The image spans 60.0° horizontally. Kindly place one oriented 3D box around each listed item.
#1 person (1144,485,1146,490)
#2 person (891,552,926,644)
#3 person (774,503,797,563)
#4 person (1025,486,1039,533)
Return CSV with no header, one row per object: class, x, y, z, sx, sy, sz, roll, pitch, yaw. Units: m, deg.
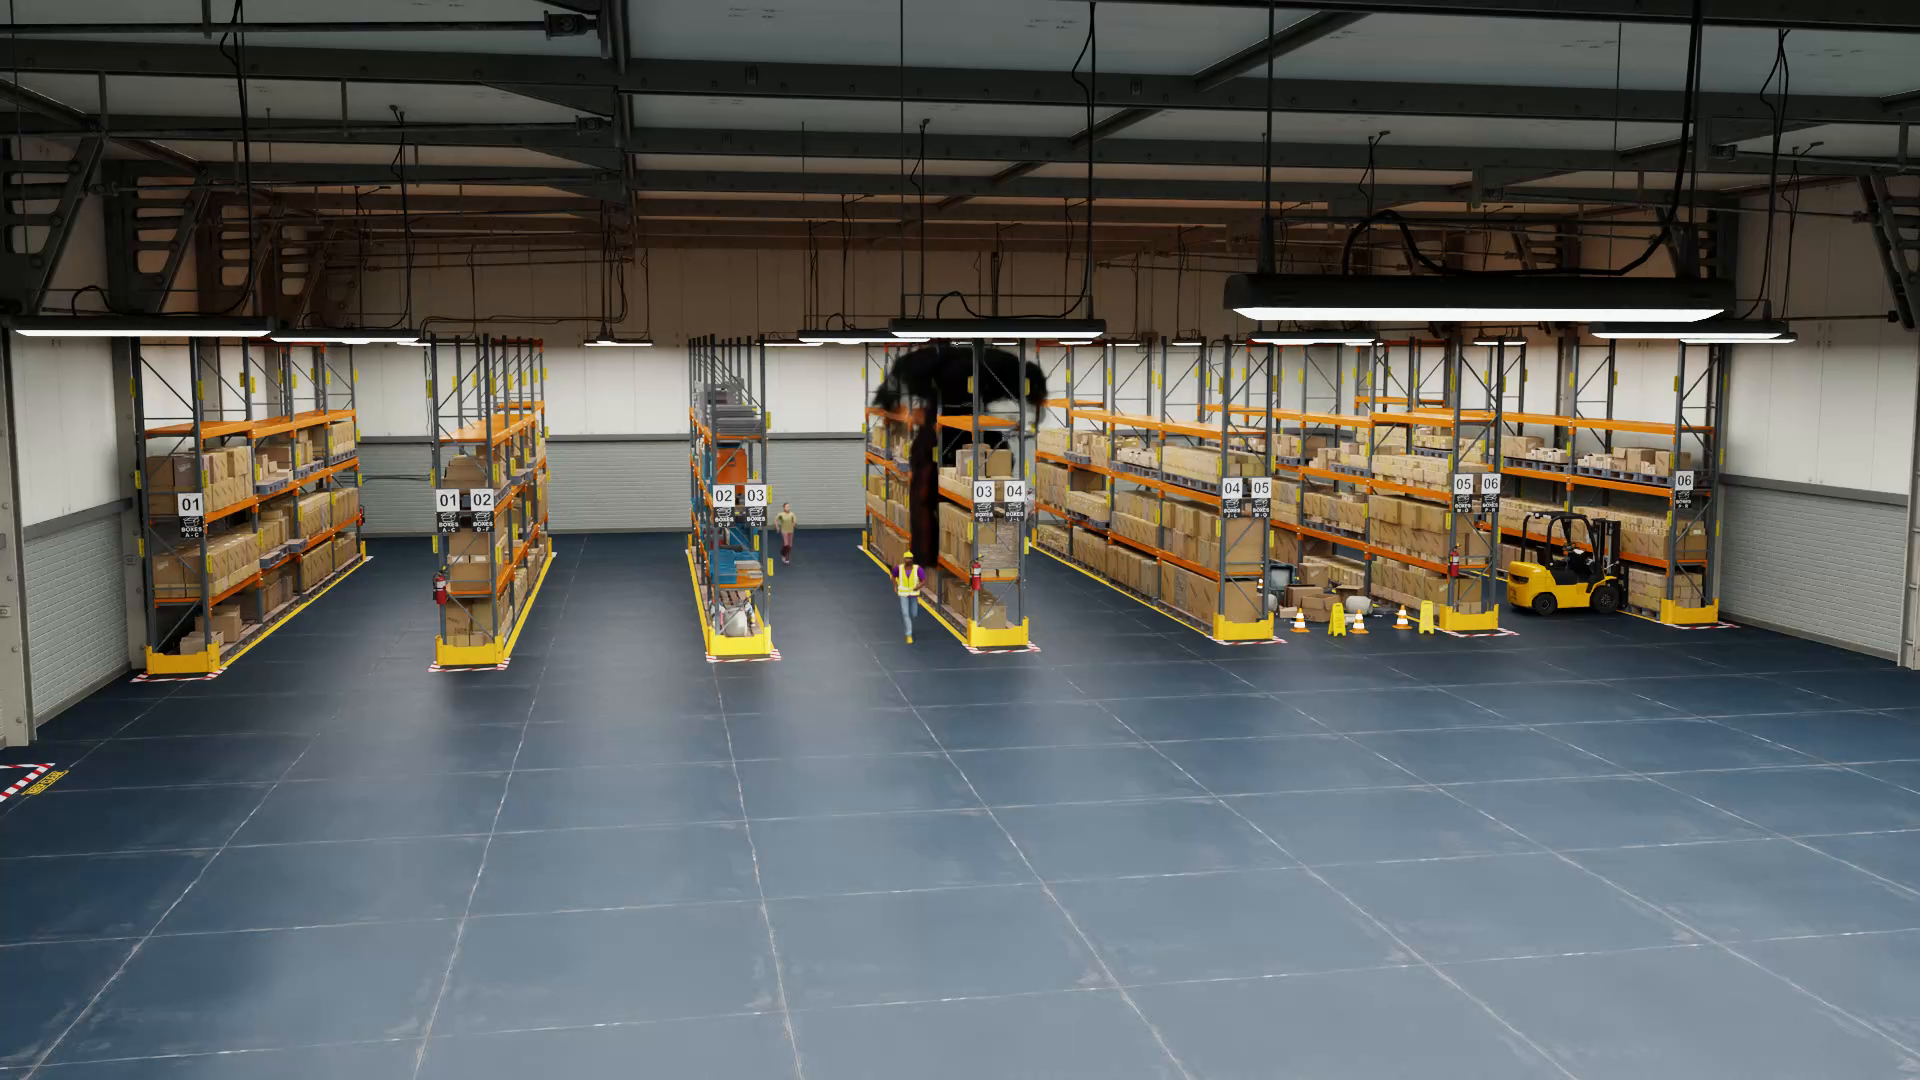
person,5.751,-0.957,51.461,0.638,1.572,0.517,-4,8,-33
person,-0.998,1.103,32.886,0.666,1.775,1.141,-1,7,-10
person,-4.615,-0.184,44.392,0.561,1.629,0.591,-3,7,-23
person,2.059,-0.789,49.888,0.738,1.705,0.642,0,7,2
